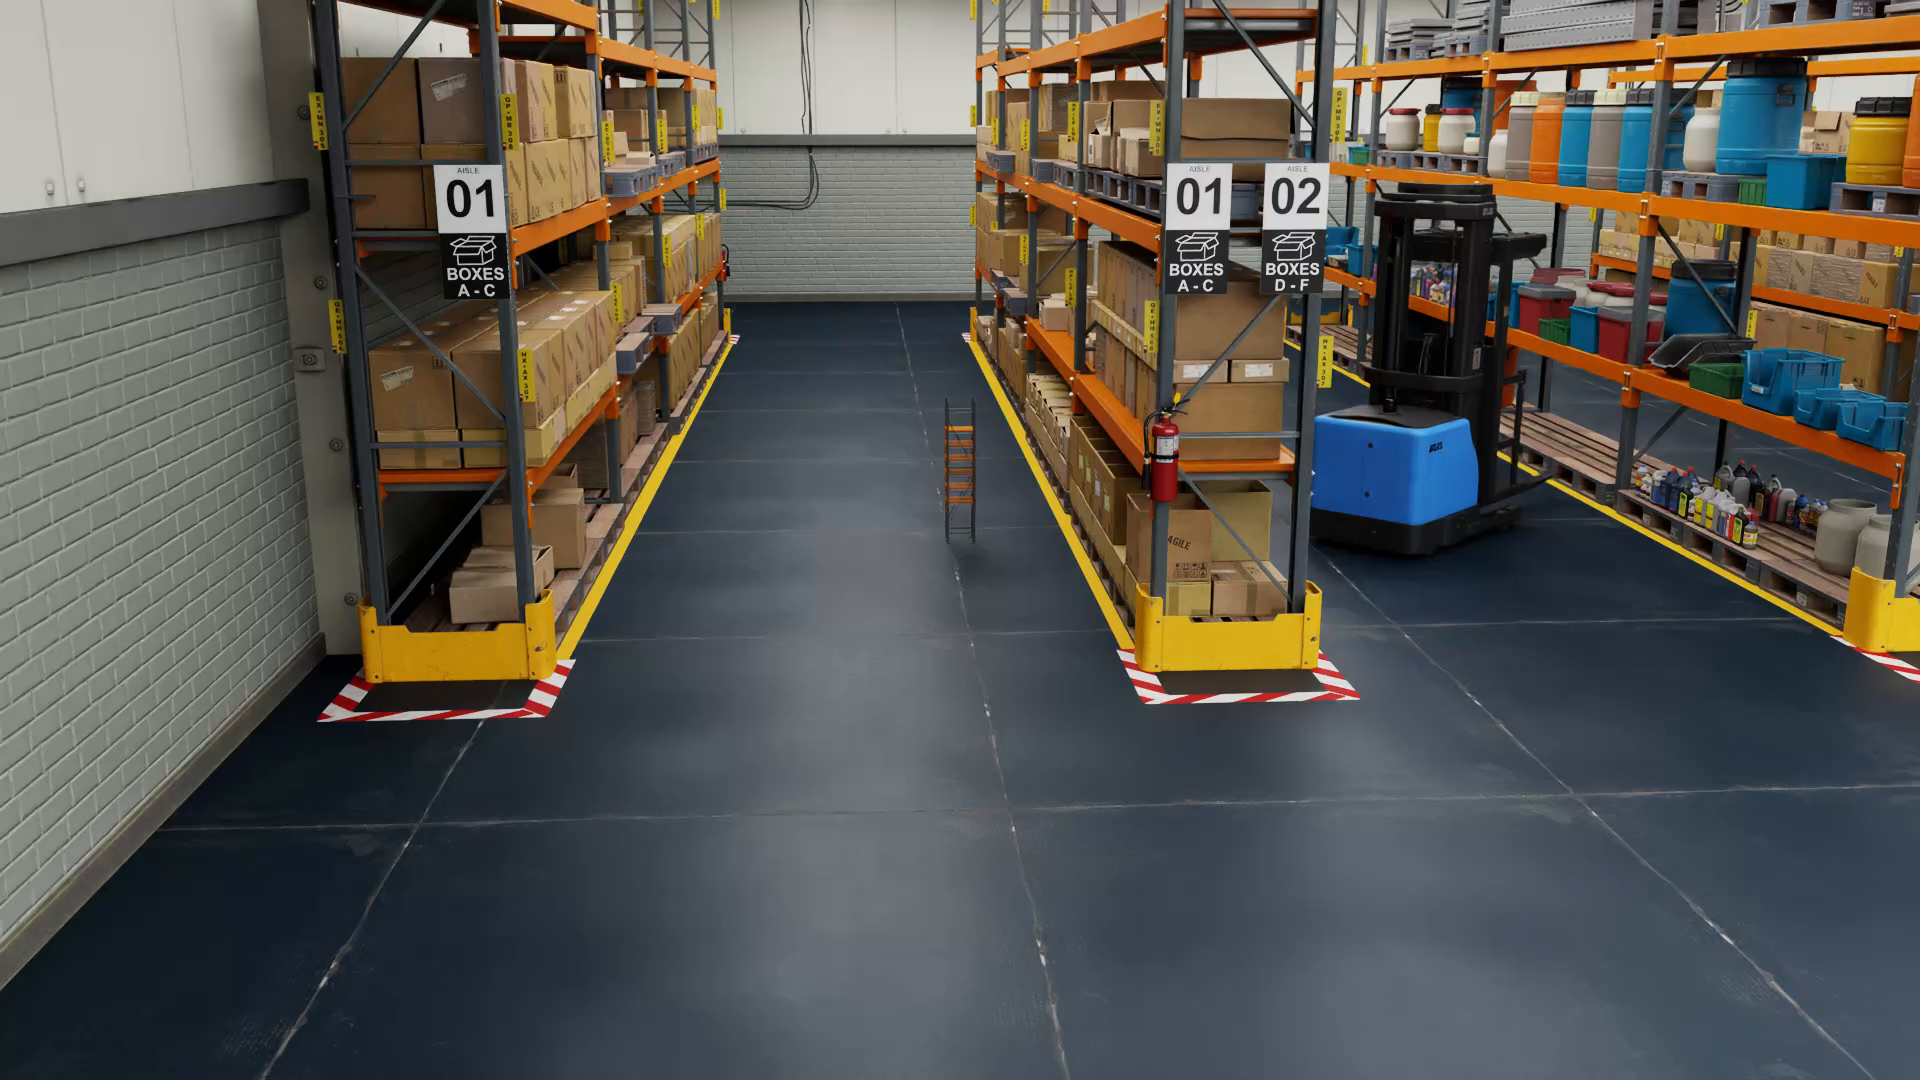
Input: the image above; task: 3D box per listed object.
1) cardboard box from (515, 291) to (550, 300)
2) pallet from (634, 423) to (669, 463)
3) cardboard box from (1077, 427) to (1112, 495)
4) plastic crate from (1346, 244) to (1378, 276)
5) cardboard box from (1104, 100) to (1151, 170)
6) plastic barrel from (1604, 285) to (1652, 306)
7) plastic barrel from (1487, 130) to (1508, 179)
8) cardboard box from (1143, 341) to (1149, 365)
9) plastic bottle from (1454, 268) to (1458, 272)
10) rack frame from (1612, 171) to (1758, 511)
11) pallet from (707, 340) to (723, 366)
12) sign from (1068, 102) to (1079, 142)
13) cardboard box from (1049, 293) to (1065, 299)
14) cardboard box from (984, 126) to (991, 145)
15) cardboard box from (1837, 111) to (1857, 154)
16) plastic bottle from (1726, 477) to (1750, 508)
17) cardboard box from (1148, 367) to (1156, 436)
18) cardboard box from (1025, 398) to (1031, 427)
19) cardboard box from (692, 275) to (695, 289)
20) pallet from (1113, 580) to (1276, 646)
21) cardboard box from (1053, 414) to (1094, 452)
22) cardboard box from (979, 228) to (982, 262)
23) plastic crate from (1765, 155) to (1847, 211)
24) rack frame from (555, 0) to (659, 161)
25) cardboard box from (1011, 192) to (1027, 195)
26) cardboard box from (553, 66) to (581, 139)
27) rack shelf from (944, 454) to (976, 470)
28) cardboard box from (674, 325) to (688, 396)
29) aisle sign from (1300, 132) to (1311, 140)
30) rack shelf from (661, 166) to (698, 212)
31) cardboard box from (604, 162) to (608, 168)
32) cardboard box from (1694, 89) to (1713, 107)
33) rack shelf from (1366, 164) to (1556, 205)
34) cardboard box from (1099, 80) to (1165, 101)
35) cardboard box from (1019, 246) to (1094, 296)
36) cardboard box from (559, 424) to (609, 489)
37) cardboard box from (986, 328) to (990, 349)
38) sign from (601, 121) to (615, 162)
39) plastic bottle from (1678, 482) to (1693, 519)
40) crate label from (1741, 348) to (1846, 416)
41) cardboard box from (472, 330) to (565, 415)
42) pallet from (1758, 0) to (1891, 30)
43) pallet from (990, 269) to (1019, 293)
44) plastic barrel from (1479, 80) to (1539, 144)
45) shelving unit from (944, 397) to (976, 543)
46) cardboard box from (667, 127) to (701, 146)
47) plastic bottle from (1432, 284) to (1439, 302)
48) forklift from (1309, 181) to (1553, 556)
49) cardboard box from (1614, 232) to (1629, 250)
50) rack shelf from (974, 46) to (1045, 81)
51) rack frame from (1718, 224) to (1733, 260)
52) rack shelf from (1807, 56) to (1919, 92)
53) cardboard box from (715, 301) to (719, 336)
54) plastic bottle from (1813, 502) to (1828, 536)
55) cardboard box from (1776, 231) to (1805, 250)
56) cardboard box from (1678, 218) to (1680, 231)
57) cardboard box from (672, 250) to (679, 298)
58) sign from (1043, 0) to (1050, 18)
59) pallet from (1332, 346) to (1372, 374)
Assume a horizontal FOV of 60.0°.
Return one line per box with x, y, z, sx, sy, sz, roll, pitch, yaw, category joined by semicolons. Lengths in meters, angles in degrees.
-3.630;-1.756;13.587;0.500;0.500;0.500;-1;14;-5;cardboard box
-3.651;-1.026;17.589;1.003;0.211;1.213;-1;14;-3;pallet
1.249;-0.644;13.679;0.500;0.500;0.500;-1;14;-3;cardboard box
5.573;-3.850;22.883;0.392;0.384;0.575;-1;14;-3;plastic crate
1.470;-3.016;12.376;0.797;0.503;0.637;1;14;3;cardboard box
6.552;-2.218;16.356;0.433;0.535;0.433;0;14;0;plastic barrel
5.903;-4.148;17.885;0.421;0.512;0.421;0;14;0;plastic barrel
1.481;-1.304;11.573;0.380;0.149;0.250;-1;14;-3;cardboard box
6.343;-3.349;21.271;0.152;0.276;0.135;-1;14;-3;plastic bottle
6.438;-1.729;14.725;1.000;3.000;0.127;-1;14;-3;rack frame
-3.994;-2.709;24.133;1.003;0.211;1.213;-1;14;-3;pallet
0.953;-3.498;13.912;0.100;0.325;0.005;-1;14;-3;sign
1.225;-2.514;17.955;0.500;0.311;0.500;0;14;0;cardboard box
0.610;-5.755;23.651;0.500;0.250;0.500;-1;14;-3;cardboard box
10.882;-4.868;19.865;0.500;0.500;0.500;0;14;0;cardboard box
6.631;-0.411;14.186;0.152;0.276;0.135;-1;14;-3;plastic bottle
1.688;-0.954;11.512;0.700;0.500;0.500;-1;14;-2;cardboard box
0.985;-1.385;18.065;0.500;0.250;0.500;-1;14;-4;cardboard box
-3.603;-3.311;21.340;0.380;0.149;0.250;-1;14;-2;cardboard box
1.652;0.502;11.650;1.003;0.211;1.213;-1;14;-3;pallet
1.144;-1.022;15.529;0.500;0.311;0.500;0;14;-2;cardboard box
0.552;-4.443;25.075;0.500;0.500;0.500;-1;14;-4;cardboard box
6.267;-2.648;12.312;0.392;0.384;0.575;-1;14;-3;plastic crate
-3.698;-5.476;17.250;1.000;3.000;0.127;-1;14;-3;rack frame
1.052;-5.064;25.480;0.500;0.500;0.500;-1;14;-4;cardboard box
-3.062;-3.185;12.116;0.500;0.500;0.500;-1;14;-5;cardboard box
0.001;-0.651;13.844;0.258;0.103;0.180;-1;14;-3;rack shelf
-3.661;-2.136;19.779;0.750;0.750;0.750;-1;14;-4;cardboard box
5.393;-5.985;26.052;0.394;0.787;0.004;-1;14;-3;aisle sign
-3.822;-4.172;19.646;1.077;0.370;4.000;-1;14;-3;rack shelf
-3.443;-3.479;14.844;0.500;0.311;0.500;0;14;-2;cardboard box
10.753;-6.403;24.124;0.500;0.250;0.500;-1;14;-5;cardboard box
6.066;-4.325;20.241;1.077;0.370;4.000;-1;14;-3;rack shelf
1.495;-3.754;14.530;0.500;0.500;0.500;-1;14;-3;cardboard box
1.094;-3.055;18.835;0.700;0.500;0.500;-6;16;-22;cardboard box
-3.513;-0.761;15.098;0.700;0.500;0.500;0;14;-2;cardboard box
0.633;-2.878;23.703;0.500;0.311;0.500;-1;14;-3;cardboard box
-2.909;-3.289;13.733;0.100;0.325;0.005;-1;14;-3;sign
6.054;-0.330;13.859;0.061;0.283;0.133;0;14;-1;plastic bottle
6.301;-1.205;12.617;0.502;0.435;0.616;-1;14;-3;crate label
-2.953;-1.128;11.145;0.500;0.500;0.500;-1;14;-3;cardboard box
6.595;-3.840;12.074;1.003;0.211;1.213;-1;14;-3;pallet
0.938;-3.349;21.410;1.003;0.211;1.213;-1;14;-3;pallet
6.158;-4.729;18.661;0.600;0.830;0.708;-1;14;-3;plastic barrel
0.001;-0.577;13.863;0.258;1.200;0.189;-1;14;-3;shelving unit
-3.726;-5.373;22.128;0.500;0.250;0.500;-1;14;-4;cardboard box
5.699;-2.953;19.882;0.097;0.201;0.097;0;14;0;plastic bottle
4.264;-1.588;14.318;1.130;2.935;3.031;13;19;41;forklift
10.437;-4.608;25.621;0.500;0.250;0.500;-1;14;-4;cardboard box
0.874;-6.696;23.440;1.077;0.370;4.000;-1;14;-3;rack shelf
10.885;-3.795;22.755;1.000;3.000;0.127;-1;14;-3;rack frame
11.009;-5.661;20.214;1.077;0.370;4.000;-1;14;-3;rack shelf
-4.051;-3.380;25.319;0.700;0.500;0.500;-1;14;-3;cardboard box
6.863;-0.167;13.247;0.097;0.271;0.097;0;14;0;plastic bottle
10.964;-3.999;21.337;0.797;0.503;0.637;-1;14;-3;cardboard box
10.930;-5.107;26.055;0.500;0.500;0.500;-1;14;-3;cardboard box
-3.496;-3.028;18.937;0.500;0.500;0.500;0;14;-2;cardboard box
1.305;-8.076;25.161;0.100;0.325;0.005;-1;14;-3;sign
5.858;-2.550;23.514;1.003;0.211;1.213;-1;14;-3;pallet
